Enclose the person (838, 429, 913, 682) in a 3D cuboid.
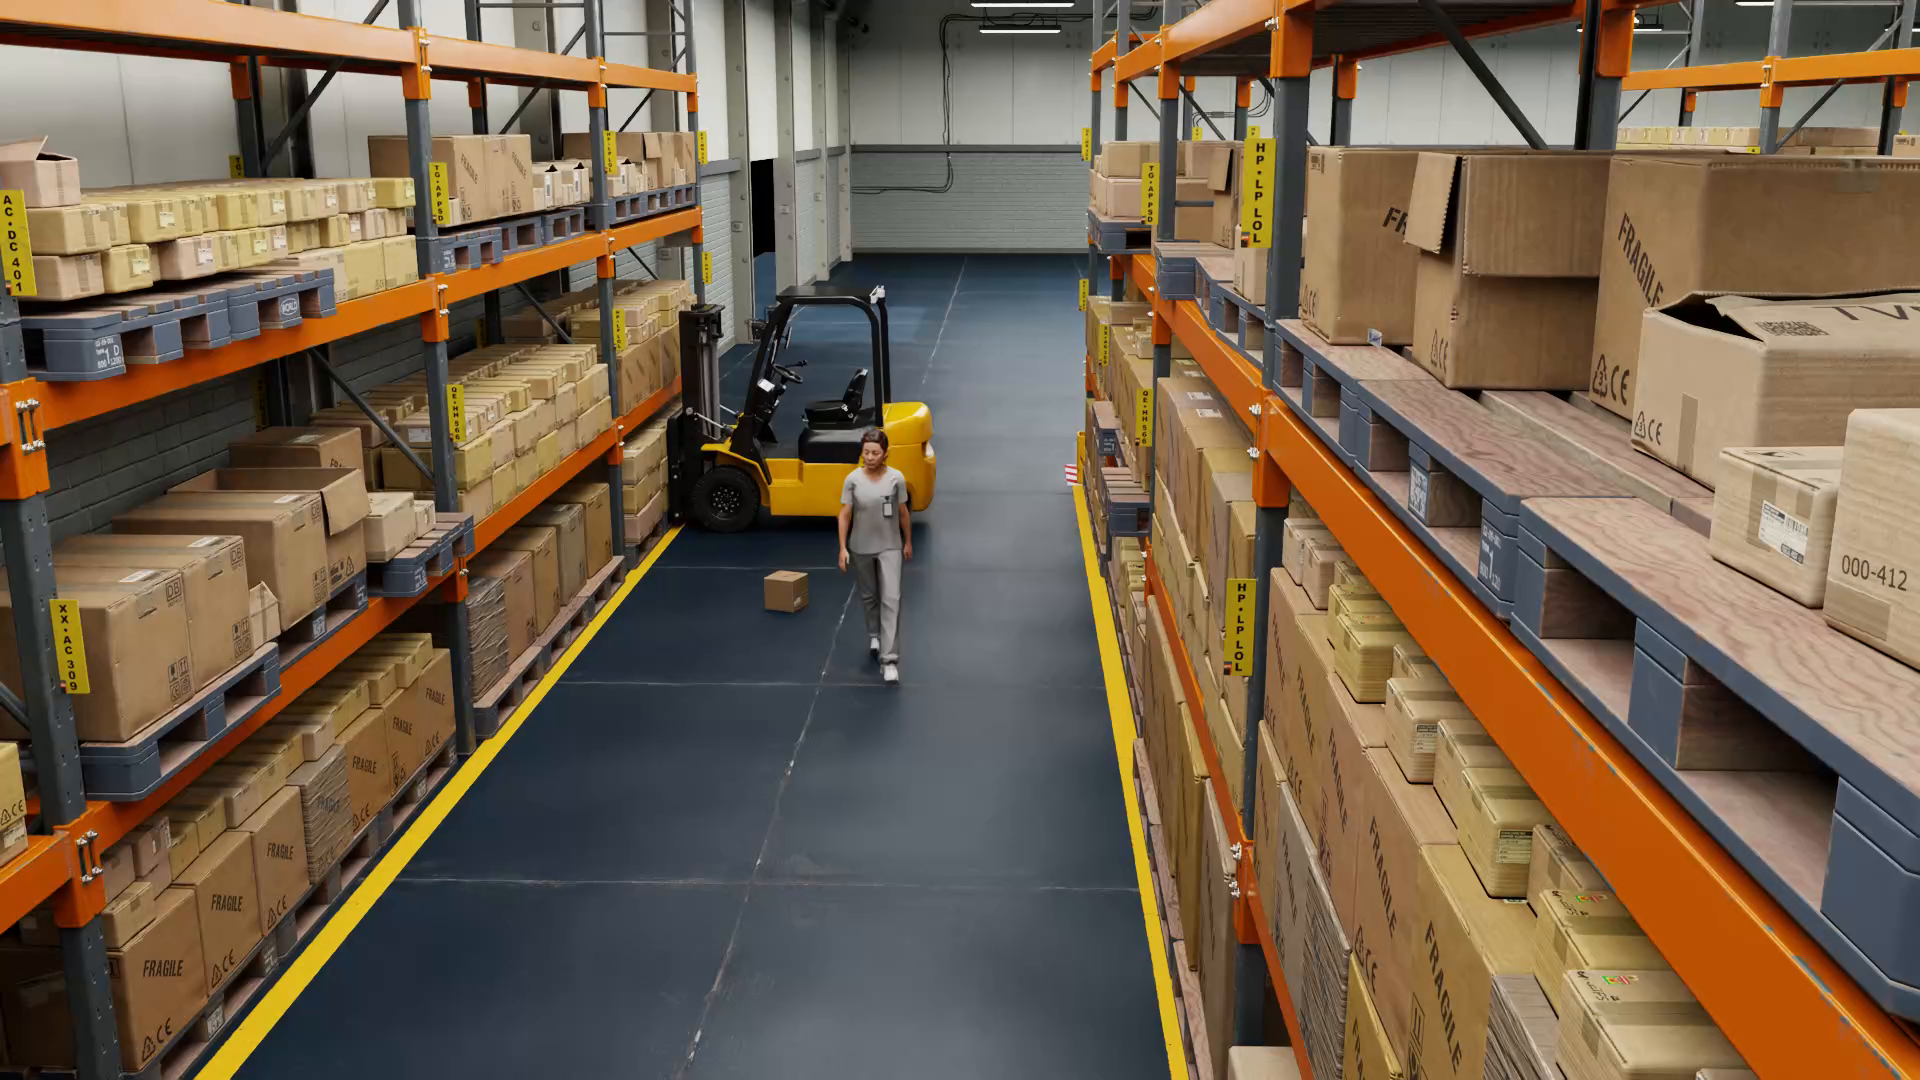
[{"bbox_3d":[-0.578,0.060,11.226,0.485,1.607,1.030,1,14,3],"label":"person"}]
